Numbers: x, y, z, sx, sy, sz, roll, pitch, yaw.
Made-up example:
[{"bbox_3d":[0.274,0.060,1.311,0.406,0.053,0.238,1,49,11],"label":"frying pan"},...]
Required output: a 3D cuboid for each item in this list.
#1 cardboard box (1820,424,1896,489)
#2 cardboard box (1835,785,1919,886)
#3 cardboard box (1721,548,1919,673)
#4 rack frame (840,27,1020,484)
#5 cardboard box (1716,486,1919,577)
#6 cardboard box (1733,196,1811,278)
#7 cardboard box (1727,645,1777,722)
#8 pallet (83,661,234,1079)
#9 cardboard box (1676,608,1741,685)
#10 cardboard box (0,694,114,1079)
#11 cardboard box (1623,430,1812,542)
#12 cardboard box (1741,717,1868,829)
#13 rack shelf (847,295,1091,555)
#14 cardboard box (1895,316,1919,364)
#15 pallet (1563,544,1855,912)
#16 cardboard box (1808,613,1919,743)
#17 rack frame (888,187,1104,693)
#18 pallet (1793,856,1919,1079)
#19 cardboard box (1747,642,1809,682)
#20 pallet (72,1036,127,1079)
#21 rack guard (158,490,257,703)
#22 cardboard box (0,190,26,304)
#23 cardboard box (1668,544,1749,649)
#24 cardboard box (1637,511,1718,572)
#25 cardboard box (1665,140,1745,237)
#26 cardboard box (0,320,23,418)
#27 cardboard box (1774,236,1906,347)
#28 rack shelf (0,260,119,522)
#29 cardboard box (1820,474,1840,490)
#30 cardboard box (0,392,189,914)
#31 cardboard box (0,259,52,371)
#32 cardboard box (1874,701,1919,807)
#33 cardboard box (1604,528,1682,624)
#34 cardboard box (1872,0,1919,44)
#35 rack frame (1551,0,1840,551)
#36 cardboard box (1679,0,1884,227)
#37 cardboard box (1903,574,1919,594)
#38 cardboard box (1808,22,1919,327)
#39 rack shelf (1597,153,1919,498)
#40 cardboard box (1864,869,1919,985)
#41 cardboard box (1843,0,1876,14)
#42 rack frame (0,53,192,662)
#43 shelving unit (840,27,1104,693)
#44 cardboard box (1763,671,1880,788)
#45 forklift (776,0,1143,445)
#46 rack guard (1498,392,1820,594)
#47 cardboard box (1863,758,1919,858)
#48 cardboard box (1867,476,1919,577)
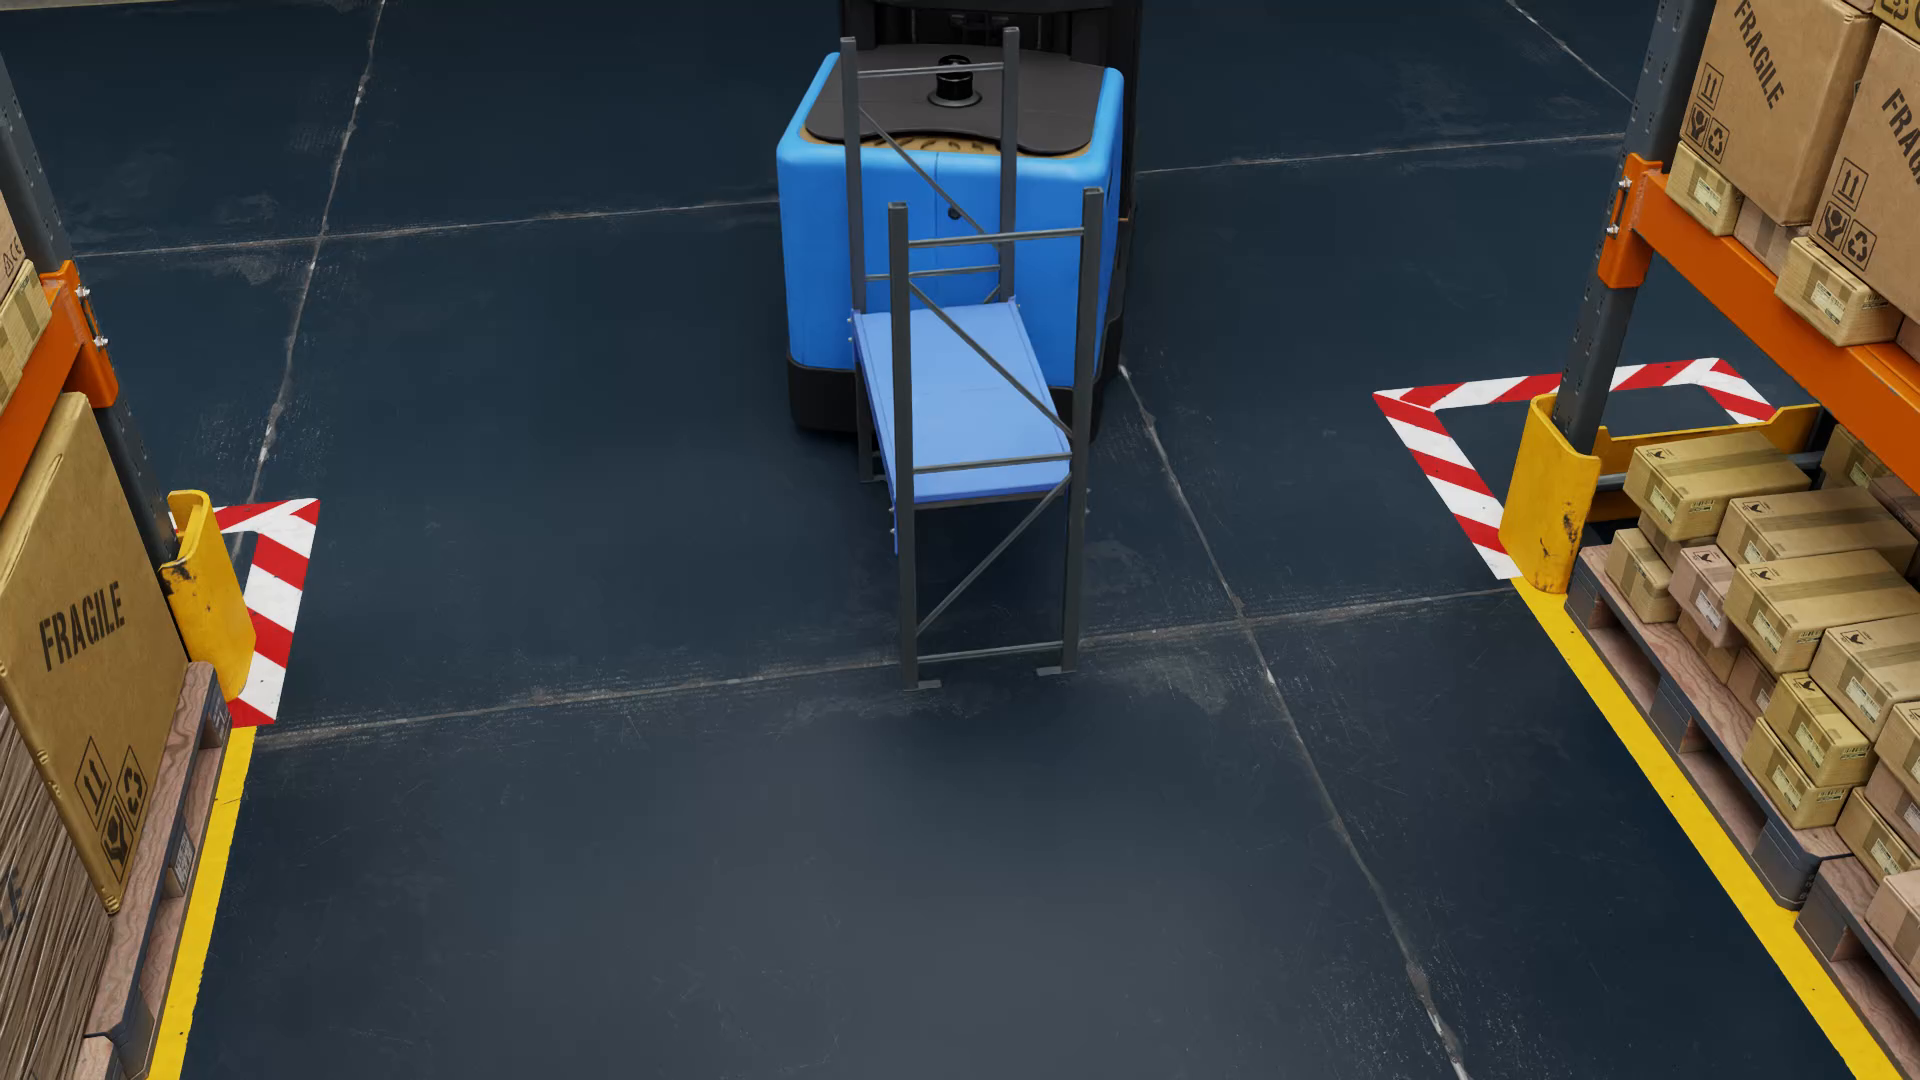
[{"bbox_3d":[2.625,-0.209,4.570,0.380,0.149,0.250,-6,38,-7],"label":"cardboard box"},{"bbox_3d":[2.312,0.693,3.895,0.380,0.149,0.250,-6,38,-8],"label":"cardboard box"},{"bbox_3d":[2.125,0.171,4.081,0.380,0.149,0.250,-6,38,-8],"label":"cardboard box"},{"bbox_3d":[-0.083,-0.810,5.070,0.500,1.500,0.032,-6,38,-7],"label":"rack frame"},{"bbox_3d":[2.207,0.005,4.295,0.380,0.149,0.250,-6,38,-7],"label":"cardboard box"},{"bbox_3d":[2.103,-0.747,3.971,0.380,0.149,0.250,-5,38,-6],"label":"cardboard box"},{"bbox_3d":[2.237,0.383,4.294,0.380,0.149,0.250,-6,38,-7],"label":"cardboard box"},{"bbox_3d":[-2.401,0.822,4.020,1.003,0.211,1.213,-6,38,-8],"label":"pallet"},{"bbox_3d":[2.186,0.234,4.486,0.380,0.149,0.250,-6,38,-8],"label":"cardboard box"},{"bbox_3d":[-2.267,0.847,3.105,0.875,0.875,0.875,-6,38,-8],"label":"cardboard box"},{"bbox_3d":[2.040,-0.148,4.493,0.380,0.149,0.250,-8,39,-10],"label":"cardboard box"},{"bbox_3d":[2.173,0.549,4.080,0.380,0.149,0.250,-6,38,-7],"label":"cardboard box"},{"bbox_3d":[0.000,-0.360,4.784,0.538,0.185,1.000,-6,38,-7],"label":"rack shelf"},{"bbox_3d":[2.277,-0.437,3.572,0.380,0.149,0.250,-5,38,-6],"label":"cardboard box"},{"bbox_3d":[2.404,0.415,4.544,1.003,0.211,1.213,-6,38,-8],"label":"pallet"},{"bbox_3d":[2.250,0.312,3.900,0.380,0.149,0.250,-8,39,-10],"label":"cardboard box"},{"bbox_3d":[0.084,-0.195,4.278,0.500,1.500,0.032,-6,38,-7],"label":"rack frame"},{"bbox_3d":[2.614,1.150,3.597,1.003,0.211,1.213,-6,38,-8],"label":"pallet"},{"bbox_3d":[2.245,0.270,4.197,0.380,0.149,0.250,-6,38,-7],"label":"cardboard box"},{"bbox_3d":[-2.190,1.557,3.074,1.003,0.211,1.213,-6,38,-8],"label":"pallet"},{"bbox_3d":[-2.622,0.219,4.561,1.175,0.500,0.348,-6,38,-8],"label":"rack guard"},{"bbox_3d":[-2.272,-0.548,3.390,0.500,0.250,0.500,-7,38,-9],"label":"cardboard box"},{"bbox_3d":[2.115,0.132,4.375,0.380,0.149,0.250,-6,38,-8],"label":"cardboard box"},{"bbox_3d":[2.122,-0.040,4.595,0.380,0.149,0.250,-5,38,-6],"label":"cardboard box"},{"bbox_3d":[2.017,-0.896,4.164,0.380,0.149,0.250,-7,38,-8],"label":"cardboard box"},{"bbox_3d":[-2.184,-0.318,3.420,0.380,0.149,0.250,-6,38,-7],"label":"cardboard box"},{"bbox_3d":[2.097,-0.579,3.755,0.380,0.149,0.250,-7,38,-9],"label":"cardboard box"},{"bbox_3d":[-2.267,0.738,2.441,1.077,0.370,4.000,-6,38,-8],"label":"rack shelf"},{"bbox_3d":[2.657,-0.096,4.667,0.380,0.149,0.250,-7,38,-9],"label":"cardboard box"},{"bbox_3d":[-2.427,0.297,3.812,0.875,0.875,0.875,-6,38,-8],"label":"cardboard box"},{"bbox_3d":[-2.231,-0.475,3.621,0.380,0.149,0.250,-6,38,-7],"label":"cardboard box"},{"bbox_3d":[2.290,0.481,3.683,0.380,0.149,0.250,-5,38,-6],"label":"cardboard box"},{"bbox_3d":[2.060,0.084,4.678,0.380,0.149,0.250,-5,38,-7],"label":"cardboard box"},{"bbox_3d":[2.195,-1.174,3.178,0.500,0.500,0.500,-5,38,-7],"label":"cardboard box"},{"bbox_3d":[2.283,-1.226,4.384,1.000,3.000,0.127,-6,38,-8],"label":"rack frame"},{"bbox_3d":[2.090,-1.083,3.875,0.500,0.500,0.500,-5,38,-6],"label":"cardboard box"},{"bbox_3d":[2.649,0.068,4.457,0.380,0.149,0.250,-7,38,-9],"label":"cardboard box"},{"bbox_3d":[2.209,-0.762,3.462,0.500,0.500,0.500,-6,38,-8],"label":"cardboard box"},{"bbox_3d":[2.634,0.266,3.050,1.077,0.370,4.000,-6,38,-8],"label":"rack shelf"},{"bbox_3d":[2.270,0.853,3.689,0.380,0.149,0.250,-8,39,-10],"label":"cardboard box"},{"bbox_3d":[2.100,-1.479,3.569,0.500,0.500,0.500,-6,38,-8],"label":"cardboard box"},{"bbox_3d":[-2.618,-0.754,3.776,1.000,3.000,0.127,-6,38,-8],"label":"rack frame"},{"bbox_3d":[0.000,-0.502,4.674,0.538,1.500,1.048,-6,38,-7],"label":"shelving unit"},{"bbox_3d":[2.183,0.437,3.982,0.380,0.149,0.250,-5,38,-7],"label":"cardboard box"},{"bbox_3d":[0.143,-2.355,5.893,1.130,2.935,3.031,5,38,7],"label":"forklift"},{"bbox_3d":[2.296,-0.193,5.092,1.175,0.500,0.348,-6,38,-8],"label":"rack guard"},{"bbox_3d":[2.323,0.587,3.789,0.380,0.149,0.250,-8,39,-10],"label":"cardboard box"},{"bbox_3d":[2.613,-0.051,4.367,0.380,0.149,0.250,-6,38,-7],"label":"cardboard box"}]
